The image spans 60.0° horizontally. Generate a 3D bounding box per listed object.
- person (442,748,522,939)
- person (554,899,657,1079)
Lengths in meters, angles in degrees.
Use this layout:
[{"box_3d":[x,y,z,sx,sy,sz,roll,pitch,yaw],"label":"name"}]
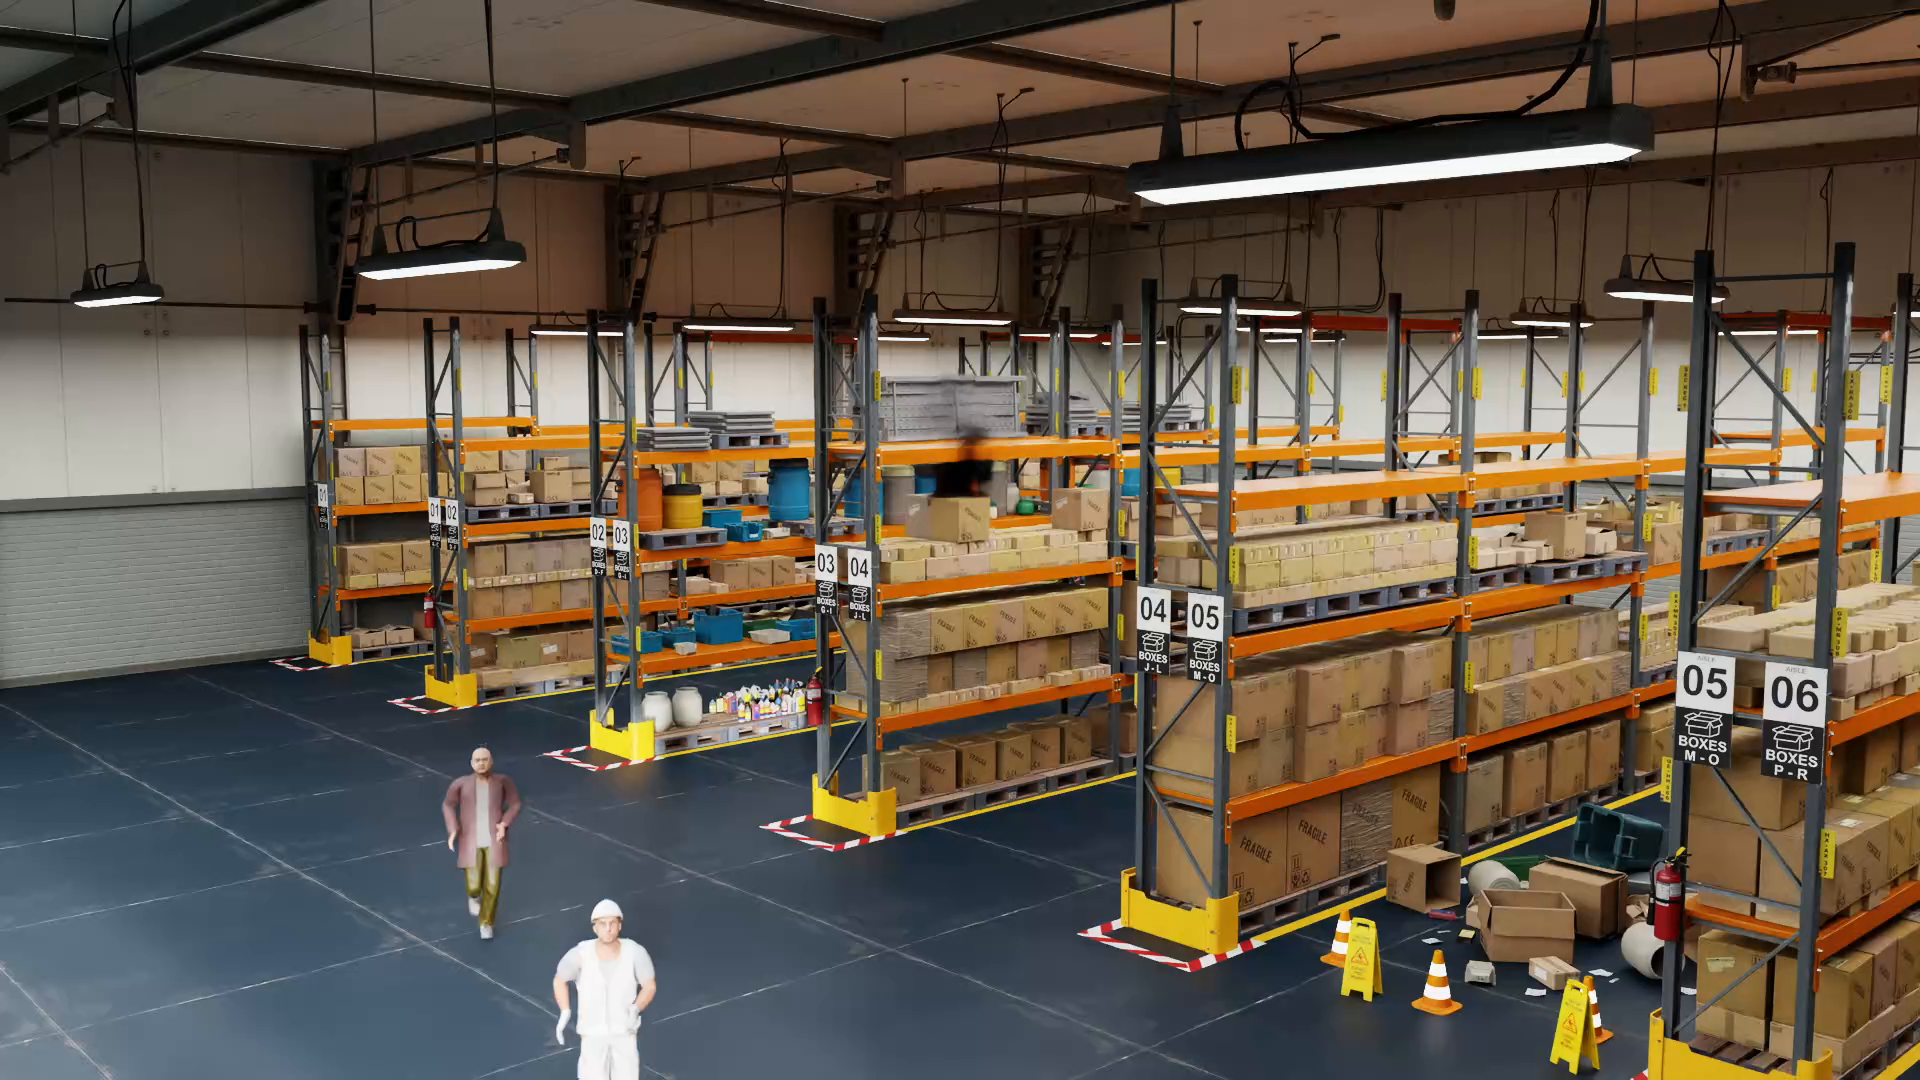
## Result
[{"box_3d":[-4.385,2.767,15.298,0.710,1.733,0.637,-2,6,-17],"label":"person"},{"box_3d":[-2.283,3.208,10.789,0.652,1.739,0.581,-2,6,-17],"label":"person"}]
